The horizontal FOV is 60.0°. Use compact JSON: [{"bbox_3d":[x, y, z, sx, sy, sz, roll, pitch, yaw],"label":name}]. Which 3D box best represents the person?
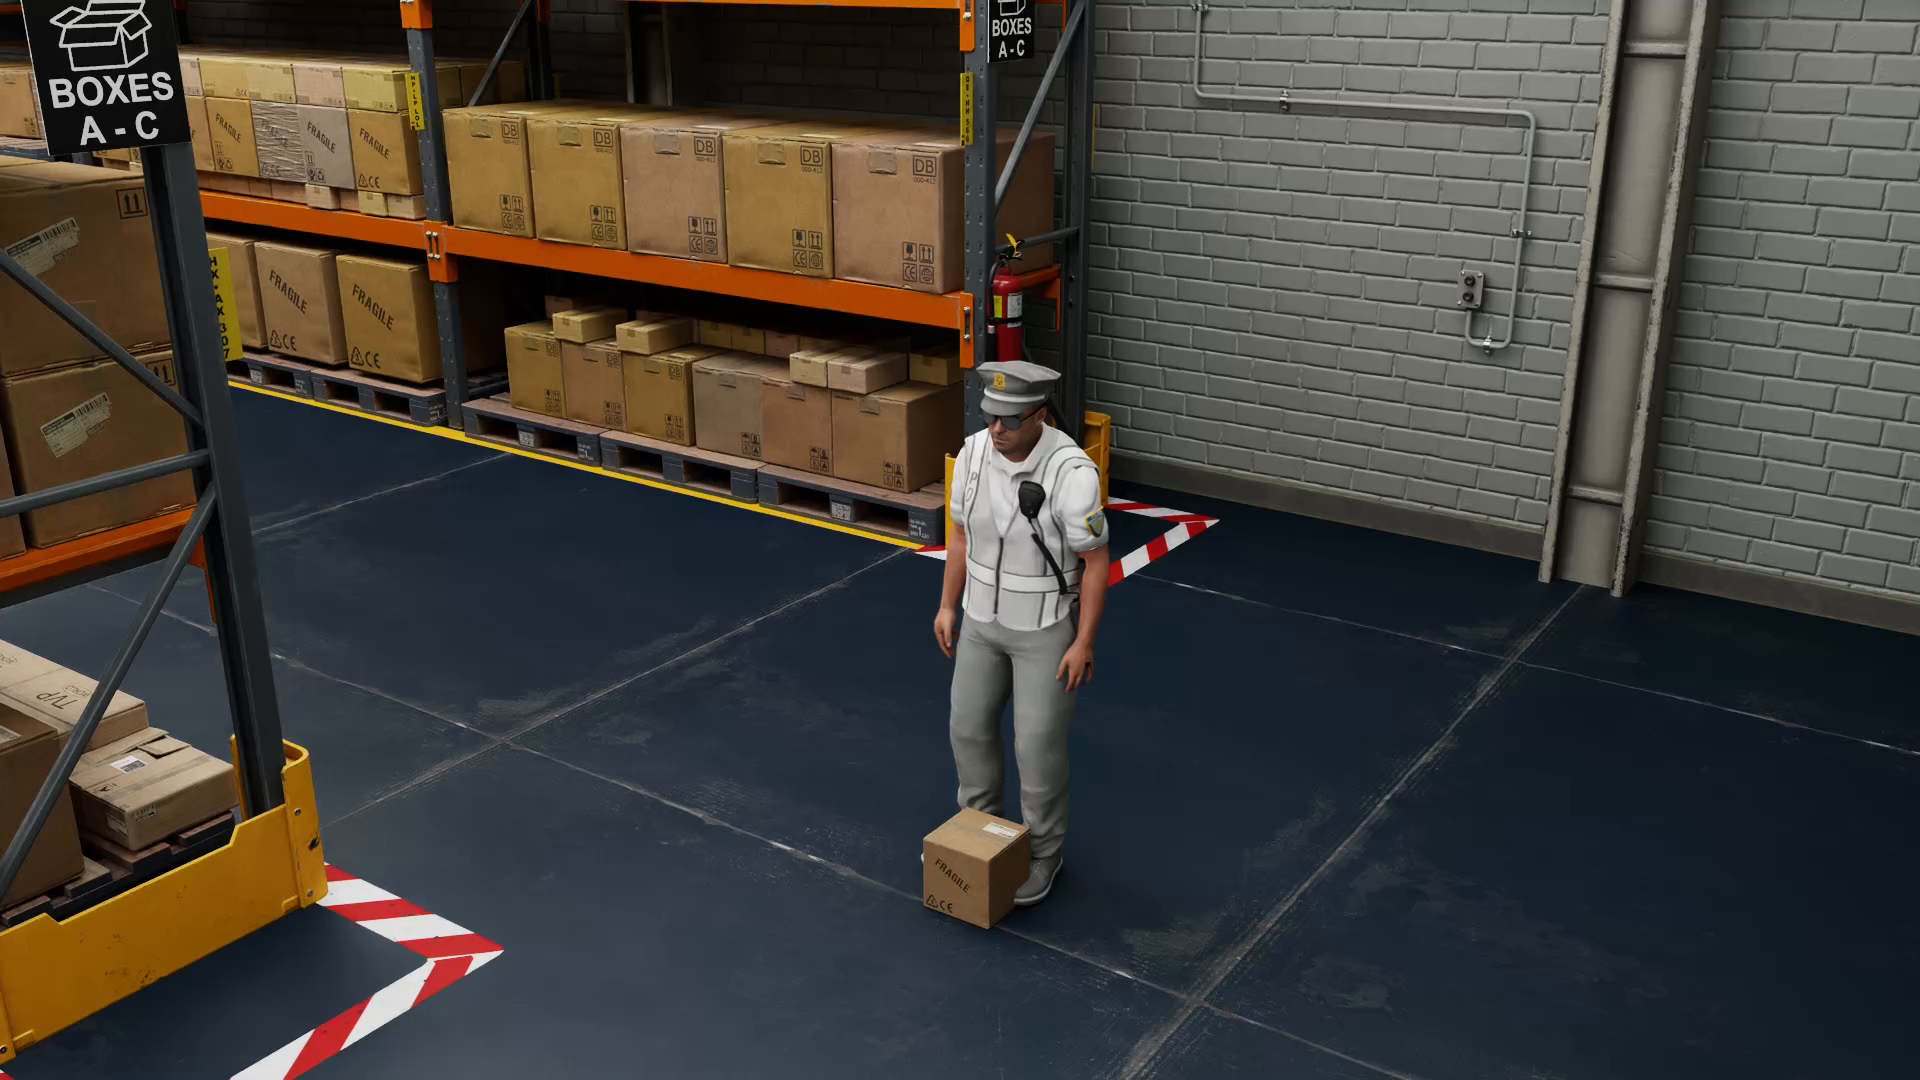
[{"bbox_3d":[0.192,0.271,5.300,0.585,1.749,0.465,13,23,32],"label":"person"}]
